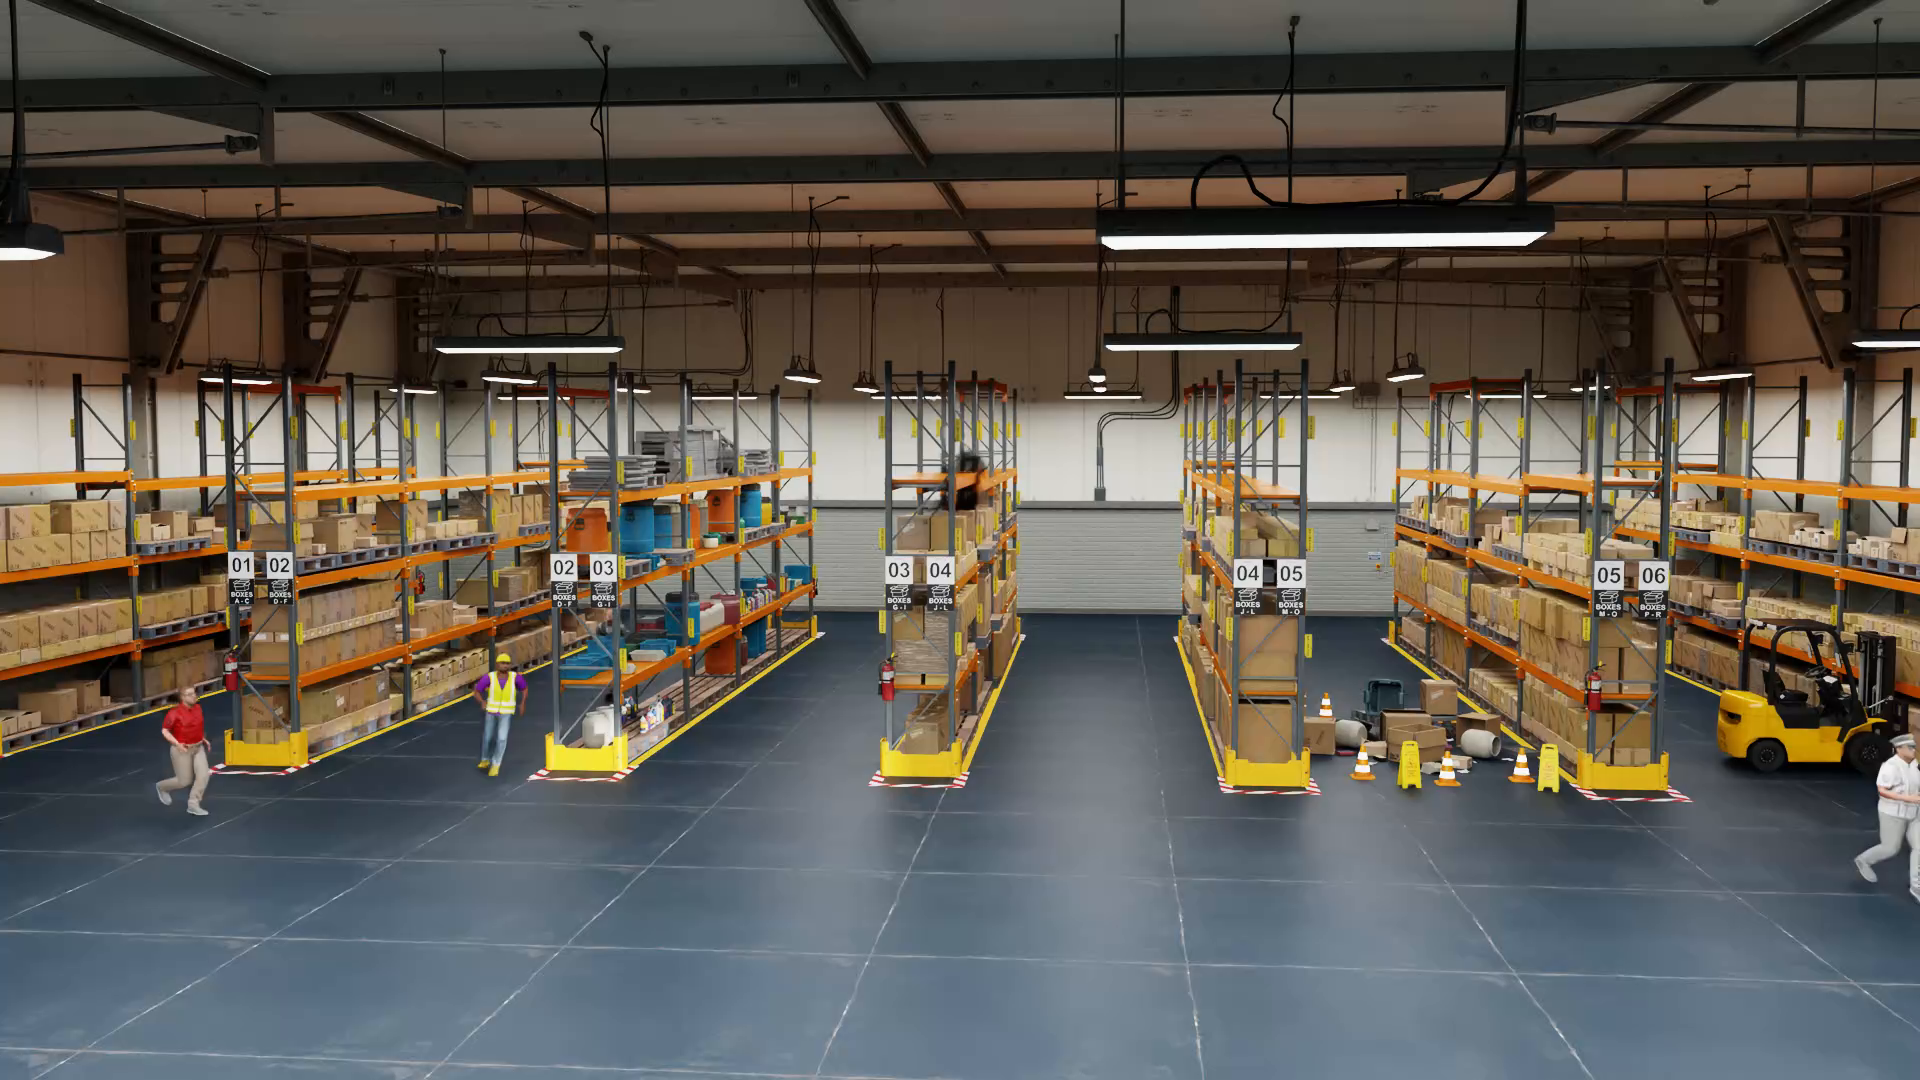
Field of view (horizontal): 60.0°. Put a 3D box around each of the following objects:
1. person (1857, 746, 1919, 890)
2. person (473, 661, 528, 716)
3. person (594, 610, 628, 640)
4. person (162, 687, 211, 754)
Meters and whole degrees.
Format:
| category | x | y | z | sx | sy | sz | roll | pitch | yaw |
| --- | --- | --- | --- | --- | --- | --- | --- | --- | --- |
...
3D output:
| category | x | y | z | sx | sy | sz | roll | pitch | yaw |
| --- | --- | --- | --- | --- | --- | --- | --- | --- | --- |
| person | 10.050 | 2.937 | 17.903 | 0.659 | 1.529 | 0.776 | -2 | 4 | -23 |
| person | -6.709 | 2.147 | 24.245 | 0.764 | 0.897 | 0.575 | -1 | 4 | -13 |
| person | -6.504 | 1.740 | 30.918 | 0.672 | 0.889 | 0.476 | 0 | 4 | -2 |
| person | -9.994 | 2.345 | 21.605 | 0.465 | 0.883 | 0.654 | 2 | 4 | 26 |
